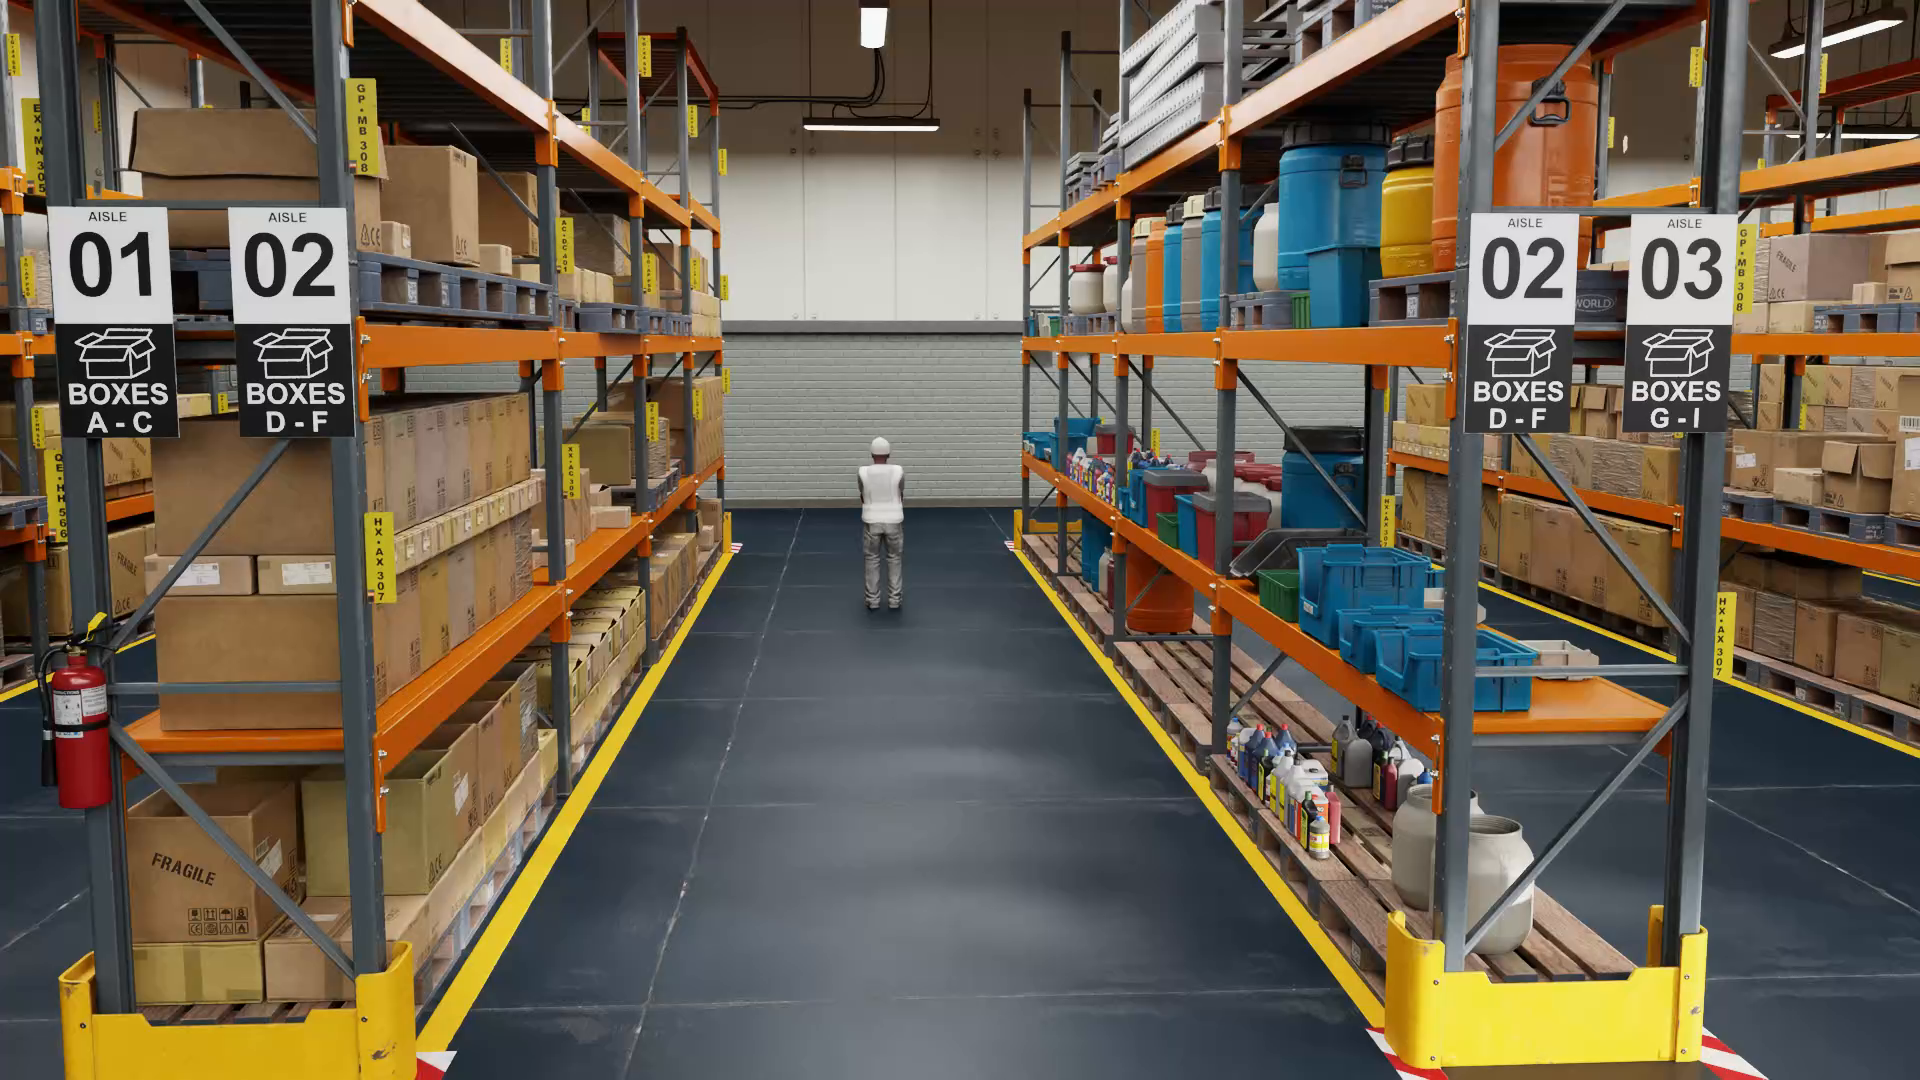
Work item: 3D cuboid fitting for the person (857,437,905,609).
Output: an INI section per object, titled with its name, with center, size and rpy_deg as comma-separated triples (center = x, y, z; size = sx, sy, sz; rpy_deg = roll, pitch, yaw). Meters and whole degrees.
[person]
center = -0.816, -0.187, 17.256
size = 0.487, 1.778, 0.584
rpy_deg = 0, 7, -3
